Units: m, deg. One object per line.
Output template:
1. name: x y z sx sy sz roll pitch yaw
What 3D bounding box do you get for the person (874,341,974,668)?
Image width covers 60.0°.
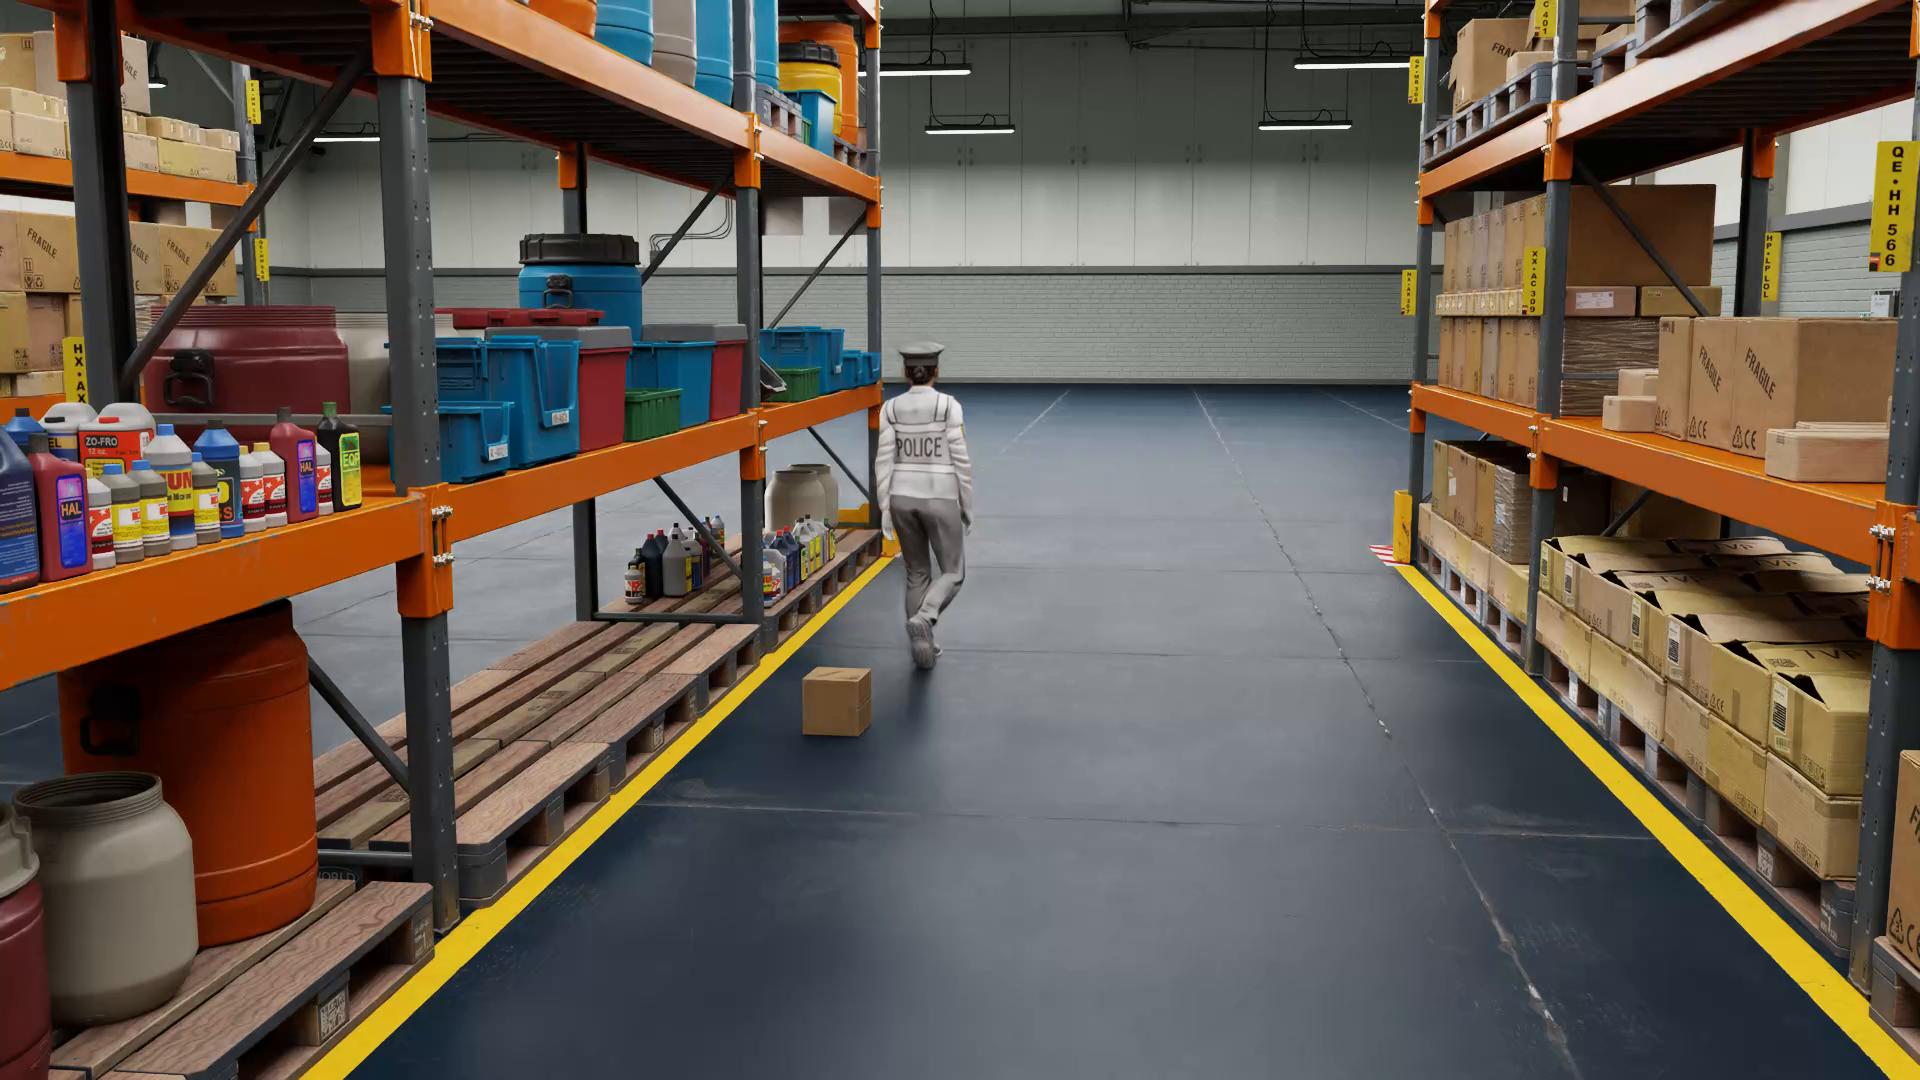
1. person: -0.188 -0.167 8.346 0.469 1.644 0.696 3 8 19
